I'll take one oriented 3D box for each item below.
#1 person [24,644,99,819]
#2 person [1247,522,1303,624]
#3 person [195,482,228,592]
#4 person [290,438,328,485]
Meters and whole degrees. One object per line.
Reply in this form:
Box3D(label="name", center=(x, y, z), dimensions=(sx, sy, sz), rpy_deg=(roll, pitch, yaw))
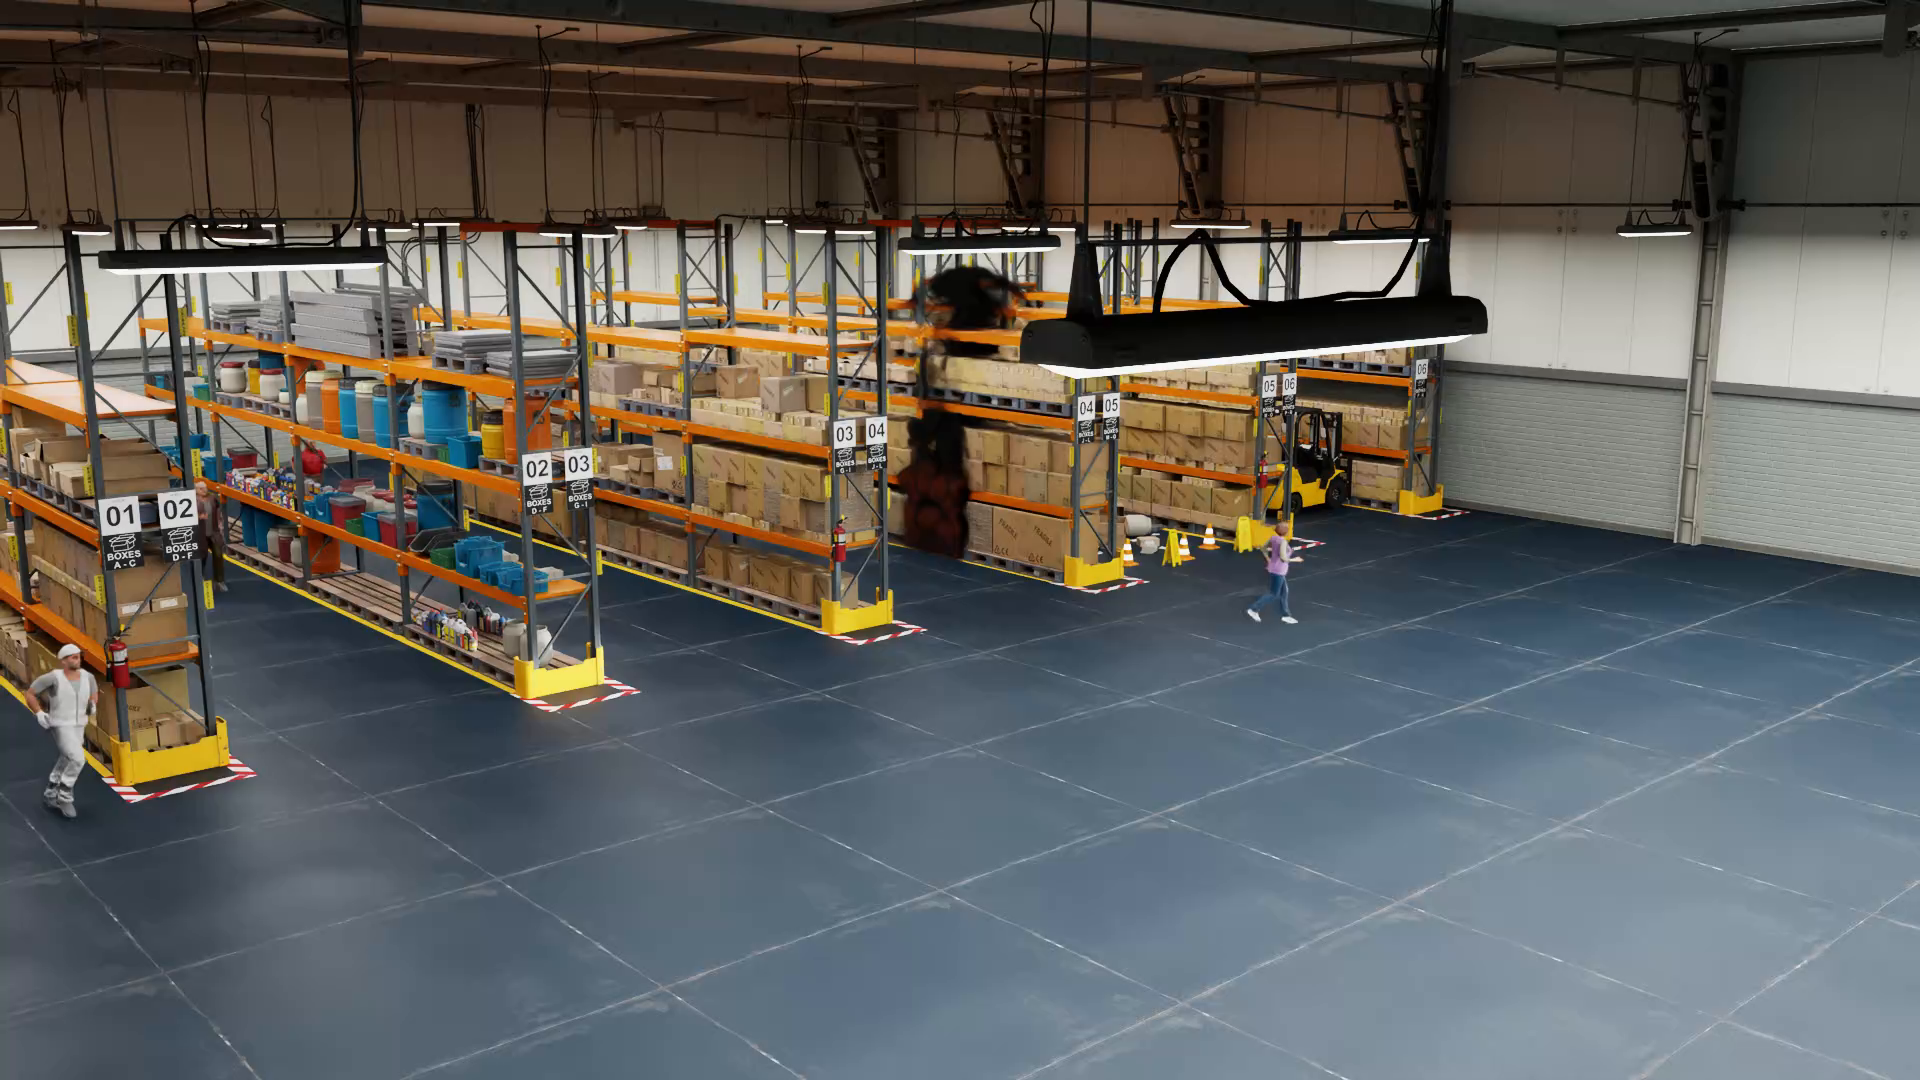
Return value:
Box3D(label="person", center=(-9.406, 1.986, 17.596), dimensions=(0.696, 1.791, 0.654), rpy_deg=(4, 12, 21))
Box3D(label="person", center=(4.772, 0.517, 25.271), dimensions=(0.855, 1.605, 0.516), rpy_deg=(-2, 12, -8))
Box3D(label="person", center=(-12.513, -0.070, 27.604), dimensions=(0.698, 1.784, 0.970), rpy_deg=(-11, 16, -42))
Box3D(label="person", center=(-12.974, -1.174, 33.408), dimensions=(0.722, 1.764, 0.640), rpy_deg=(9, 14, 36))
